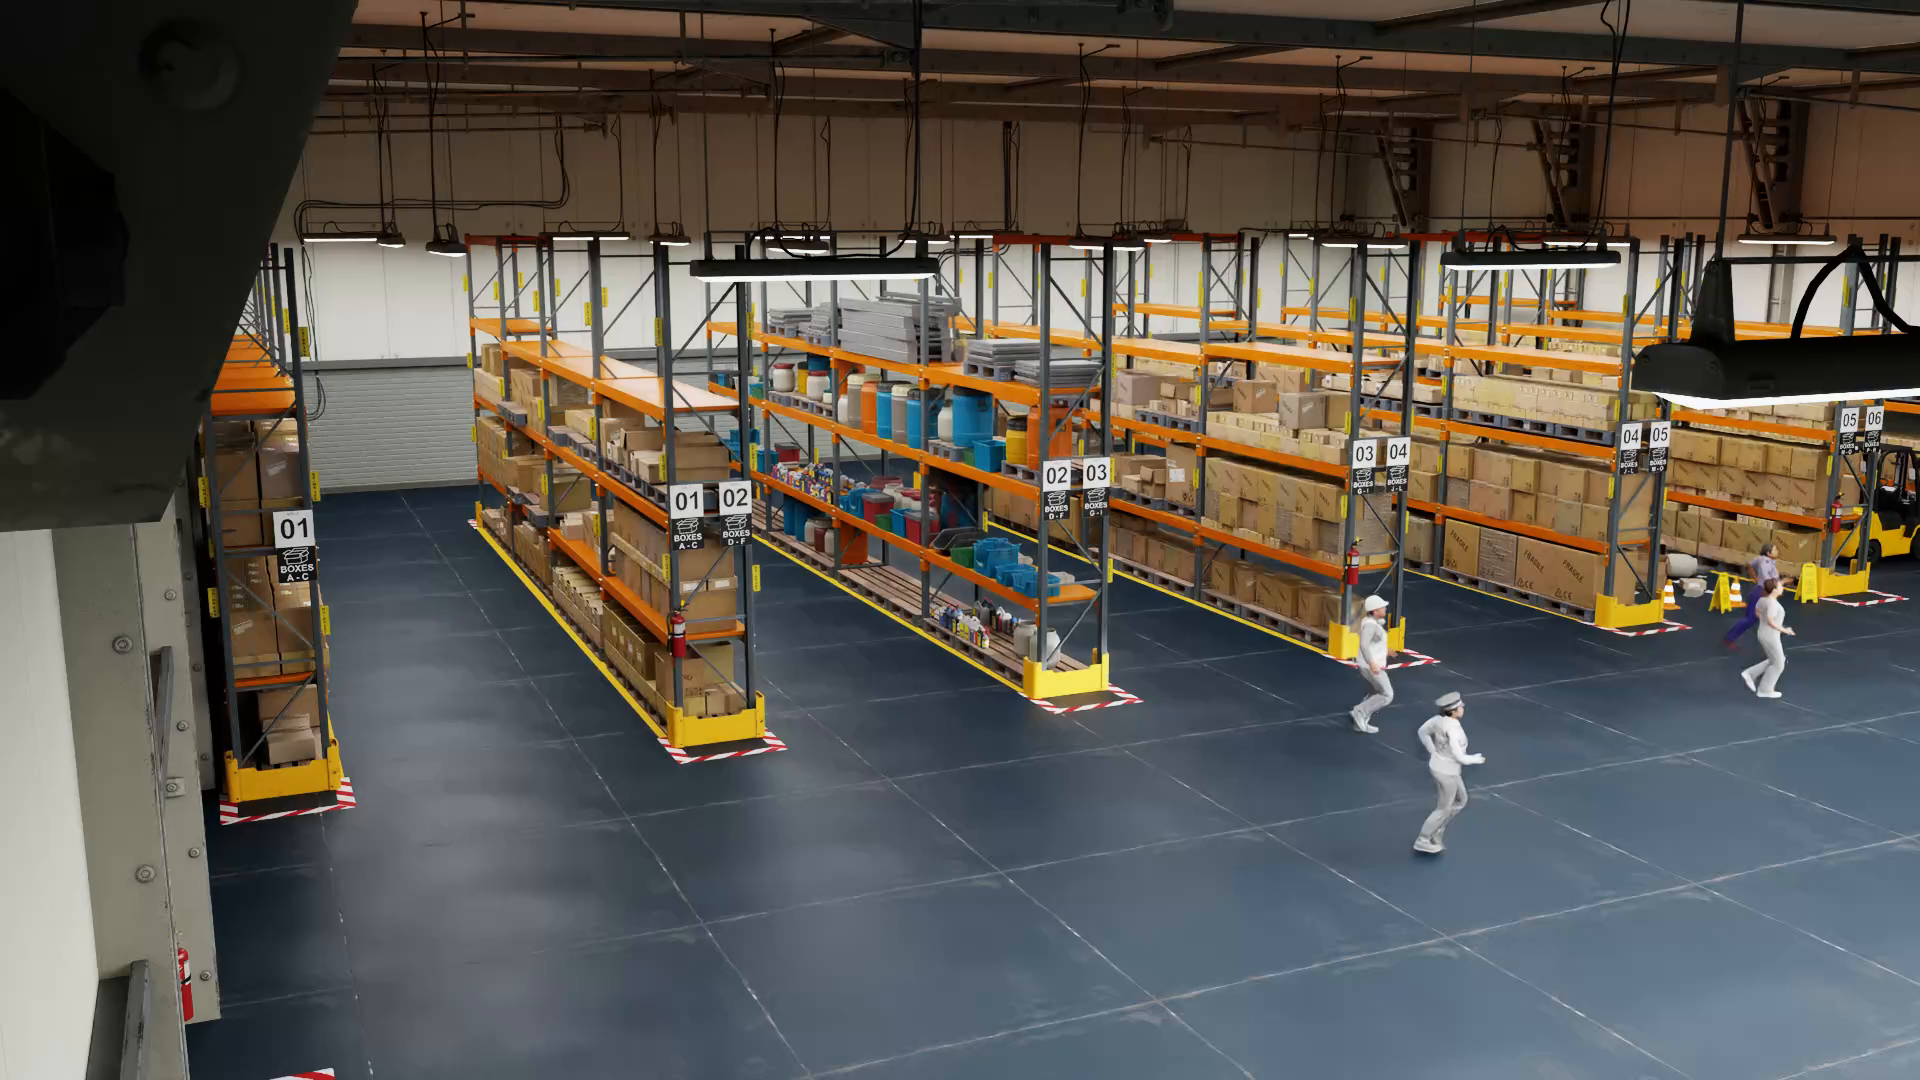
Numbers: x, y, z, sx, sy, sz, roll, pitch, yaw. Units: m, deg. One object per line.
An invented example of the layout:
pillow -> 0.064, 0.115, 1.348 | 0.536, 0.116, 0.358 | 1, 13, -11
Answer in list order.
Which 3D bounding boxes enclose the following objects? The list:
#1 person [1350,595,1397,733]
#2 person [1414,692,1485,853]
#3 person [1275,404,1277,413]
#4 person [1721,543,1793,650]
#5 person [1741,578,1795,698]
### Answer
person -> 5.145, 1.541, 20.629 | 0.571, 1.740, 0.672 | 1, 11, 6
person -> 4.906, 2.344, 16.686 | 0.660, 1.703, 0.643 | 0, 11, -1
person -> 8.171, -3.005, 43.936 | 0.951, 1.710, 0.751 | 4, 12, 18
person -> 11.708, 0.881, 24.399 | 0.878, 1.677, 0.611 | 5, 12, 25
person -> 10.769, 1.300, 22.149 | 0.569, 1.628, 0.587 | 2, 11, 12
